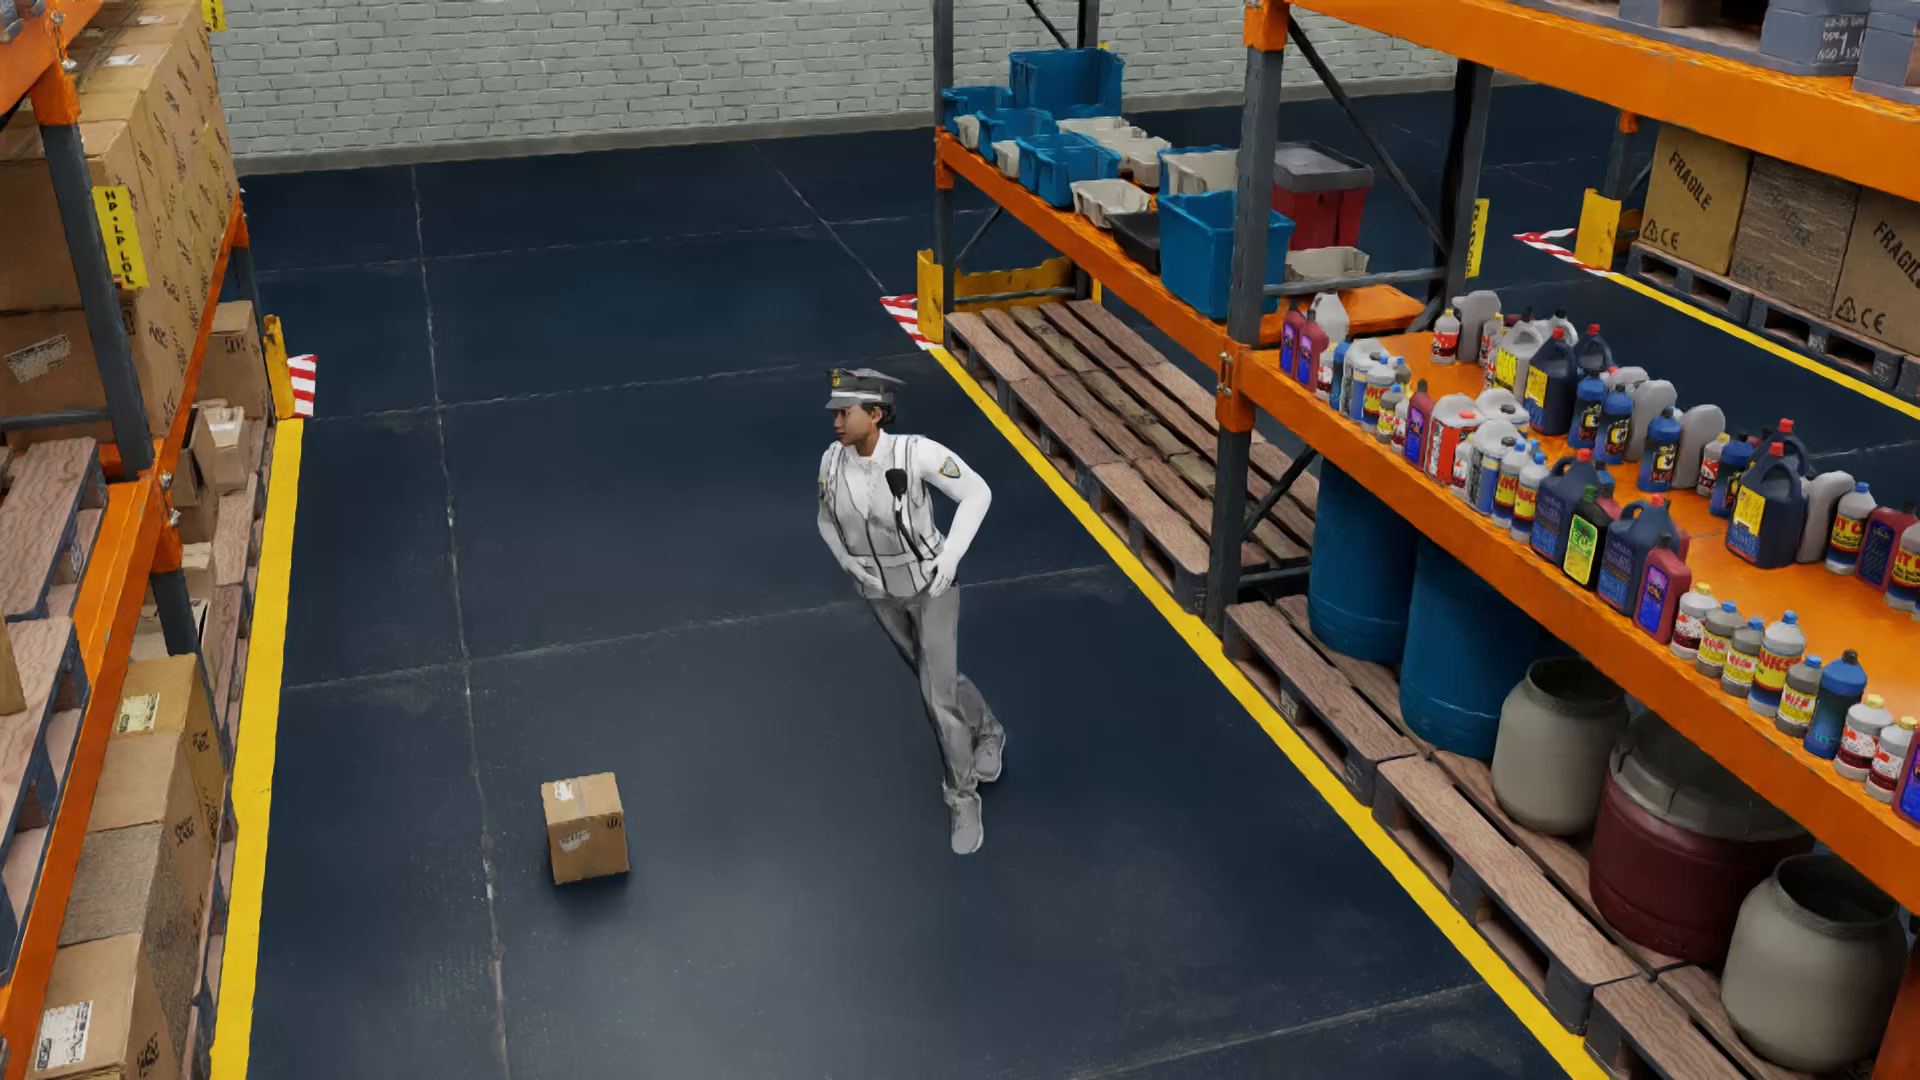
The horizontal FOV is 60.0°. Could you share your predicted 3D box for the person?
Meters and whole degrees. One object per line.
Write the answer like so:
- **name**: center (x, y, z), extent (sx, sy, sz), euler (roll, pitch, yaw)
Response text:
- **person**: center (-0.154, 0.188, 5.811), extent (0.747, 1.680, 0.649), euler (12, 29, 23)
